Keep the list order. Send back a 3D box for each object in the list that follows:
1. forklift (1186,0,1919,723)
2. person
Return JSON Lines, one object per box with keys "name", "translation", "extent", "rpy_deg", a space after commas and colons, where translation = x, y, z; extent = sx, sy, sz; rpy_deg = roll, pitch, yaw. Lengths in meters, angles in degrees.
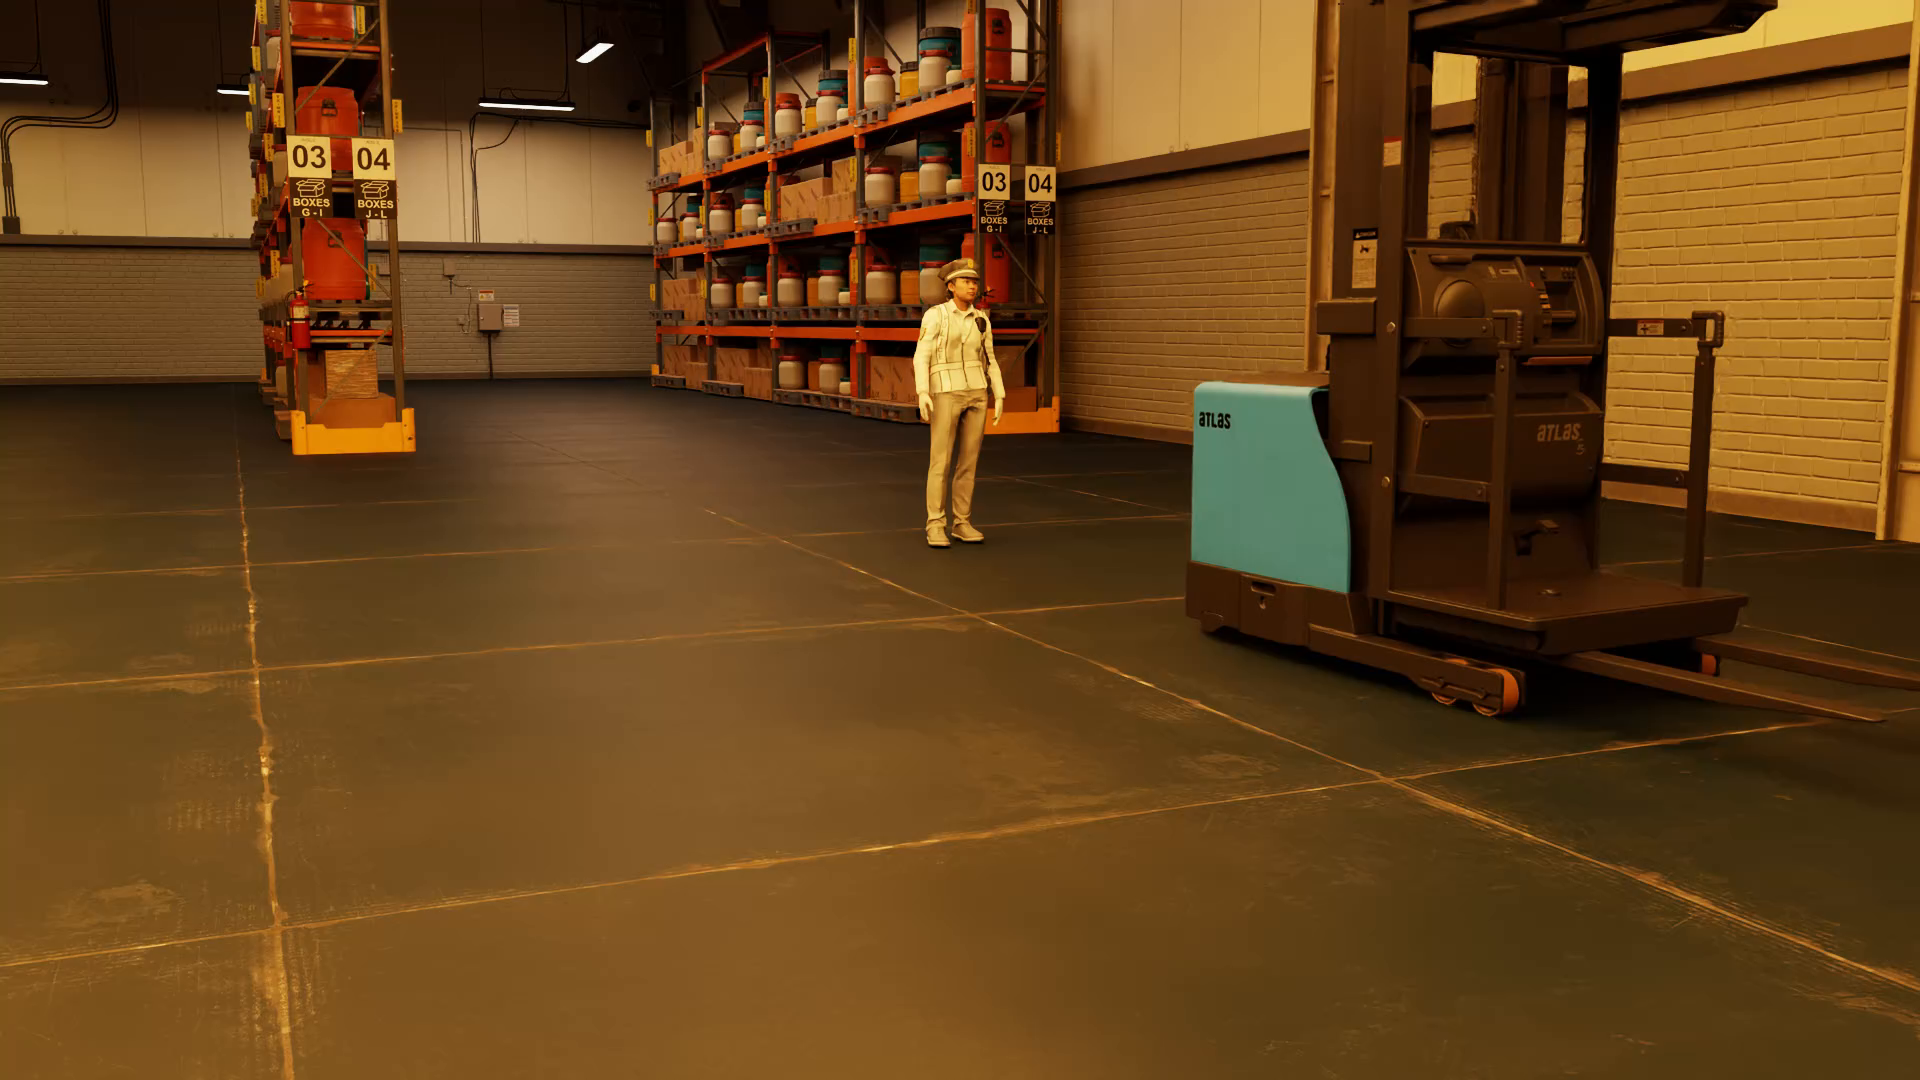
{"name": "forklift", "translation": [2.117, -0.923, 5.938], "extent": [1.130, 2.935, 3.031], "rpy_deg": [-4, 9, -28]}
{"name": "person", "translation": [0.021, -0.838, 9.977], "extent": [0.586, 1.694, 0.530], "rpy_deg": [-3, 8, -23]}
